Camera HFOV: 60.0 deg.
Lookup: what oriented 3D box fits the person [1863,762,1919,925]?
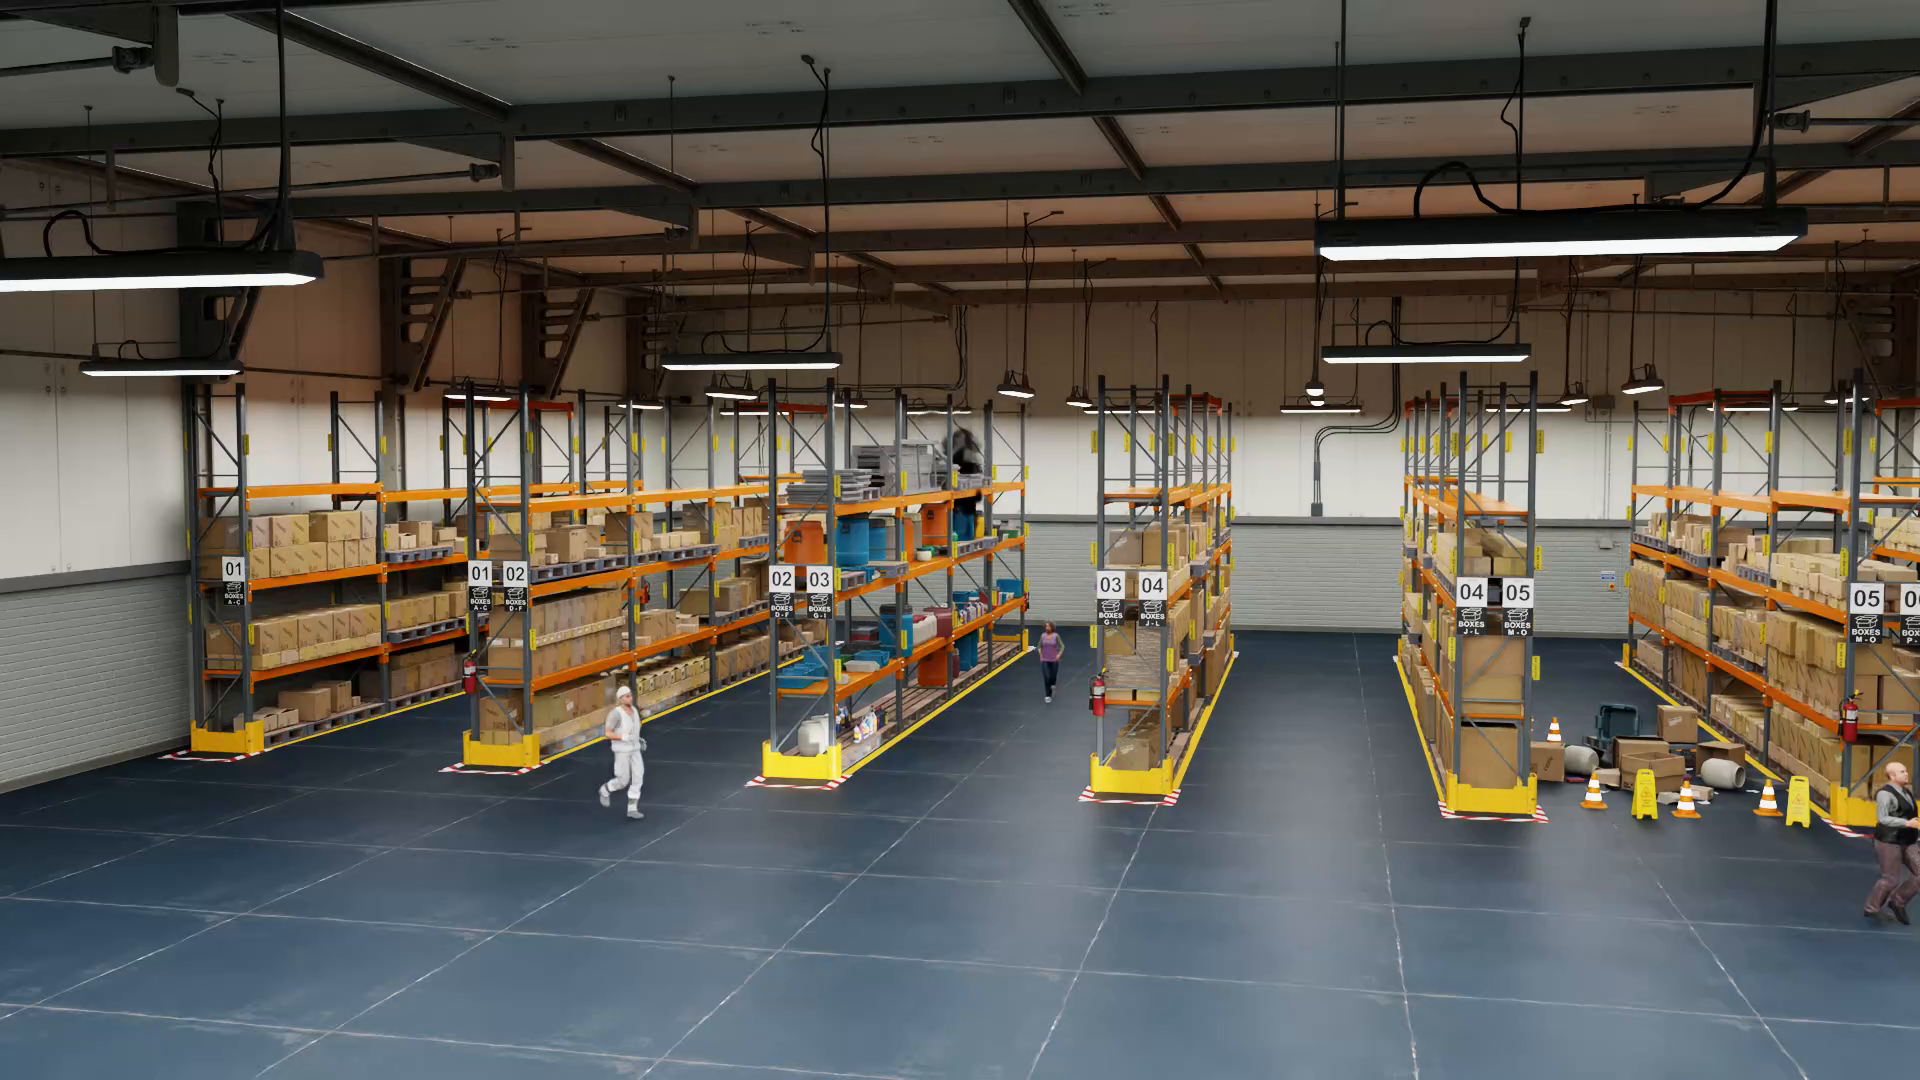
[{"bbox_3d":[9.768,3.163,17.257,0.627,1.713,0.697,-2,4,-29],"label":"person"}]

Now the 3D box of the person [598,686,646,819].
[{"bbox_3d":[-4.528,2.839,22.370,0.782,1.757,0.663,2,4,35],"label":"person"}]

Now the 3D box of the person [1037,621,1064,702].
[{"bbox_3d":[1.771,2.373,32.546,0.542,1.570,0.555,1,3,12],"label":"person"}]
